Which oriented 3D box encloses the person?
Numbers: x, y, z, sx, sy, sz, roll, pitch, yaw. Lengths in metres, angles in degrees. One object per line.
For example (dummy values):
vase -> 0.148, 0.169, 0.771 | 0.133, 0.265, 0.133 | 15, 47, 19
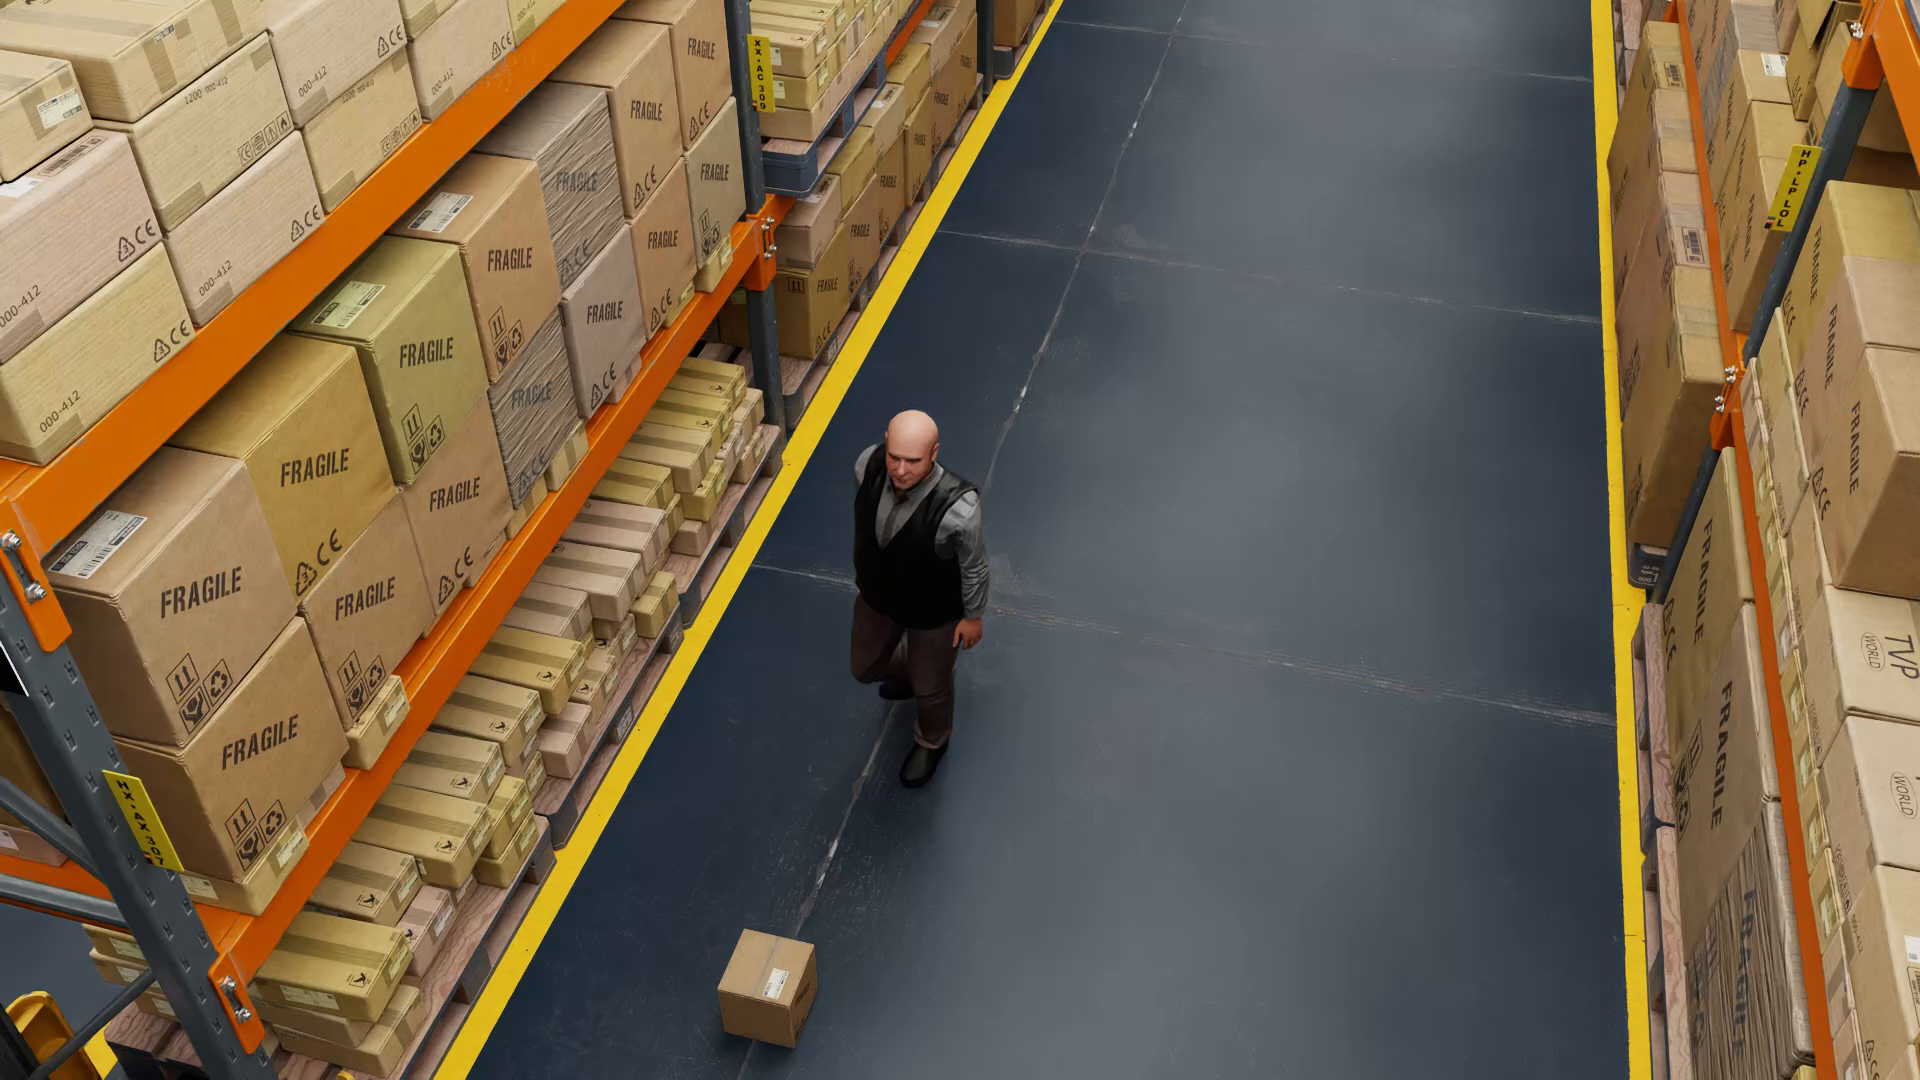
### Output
person -> -0.123, 0.168, 5.979 | 0.586, 1.718, 0.527 | 25, 47, 26
